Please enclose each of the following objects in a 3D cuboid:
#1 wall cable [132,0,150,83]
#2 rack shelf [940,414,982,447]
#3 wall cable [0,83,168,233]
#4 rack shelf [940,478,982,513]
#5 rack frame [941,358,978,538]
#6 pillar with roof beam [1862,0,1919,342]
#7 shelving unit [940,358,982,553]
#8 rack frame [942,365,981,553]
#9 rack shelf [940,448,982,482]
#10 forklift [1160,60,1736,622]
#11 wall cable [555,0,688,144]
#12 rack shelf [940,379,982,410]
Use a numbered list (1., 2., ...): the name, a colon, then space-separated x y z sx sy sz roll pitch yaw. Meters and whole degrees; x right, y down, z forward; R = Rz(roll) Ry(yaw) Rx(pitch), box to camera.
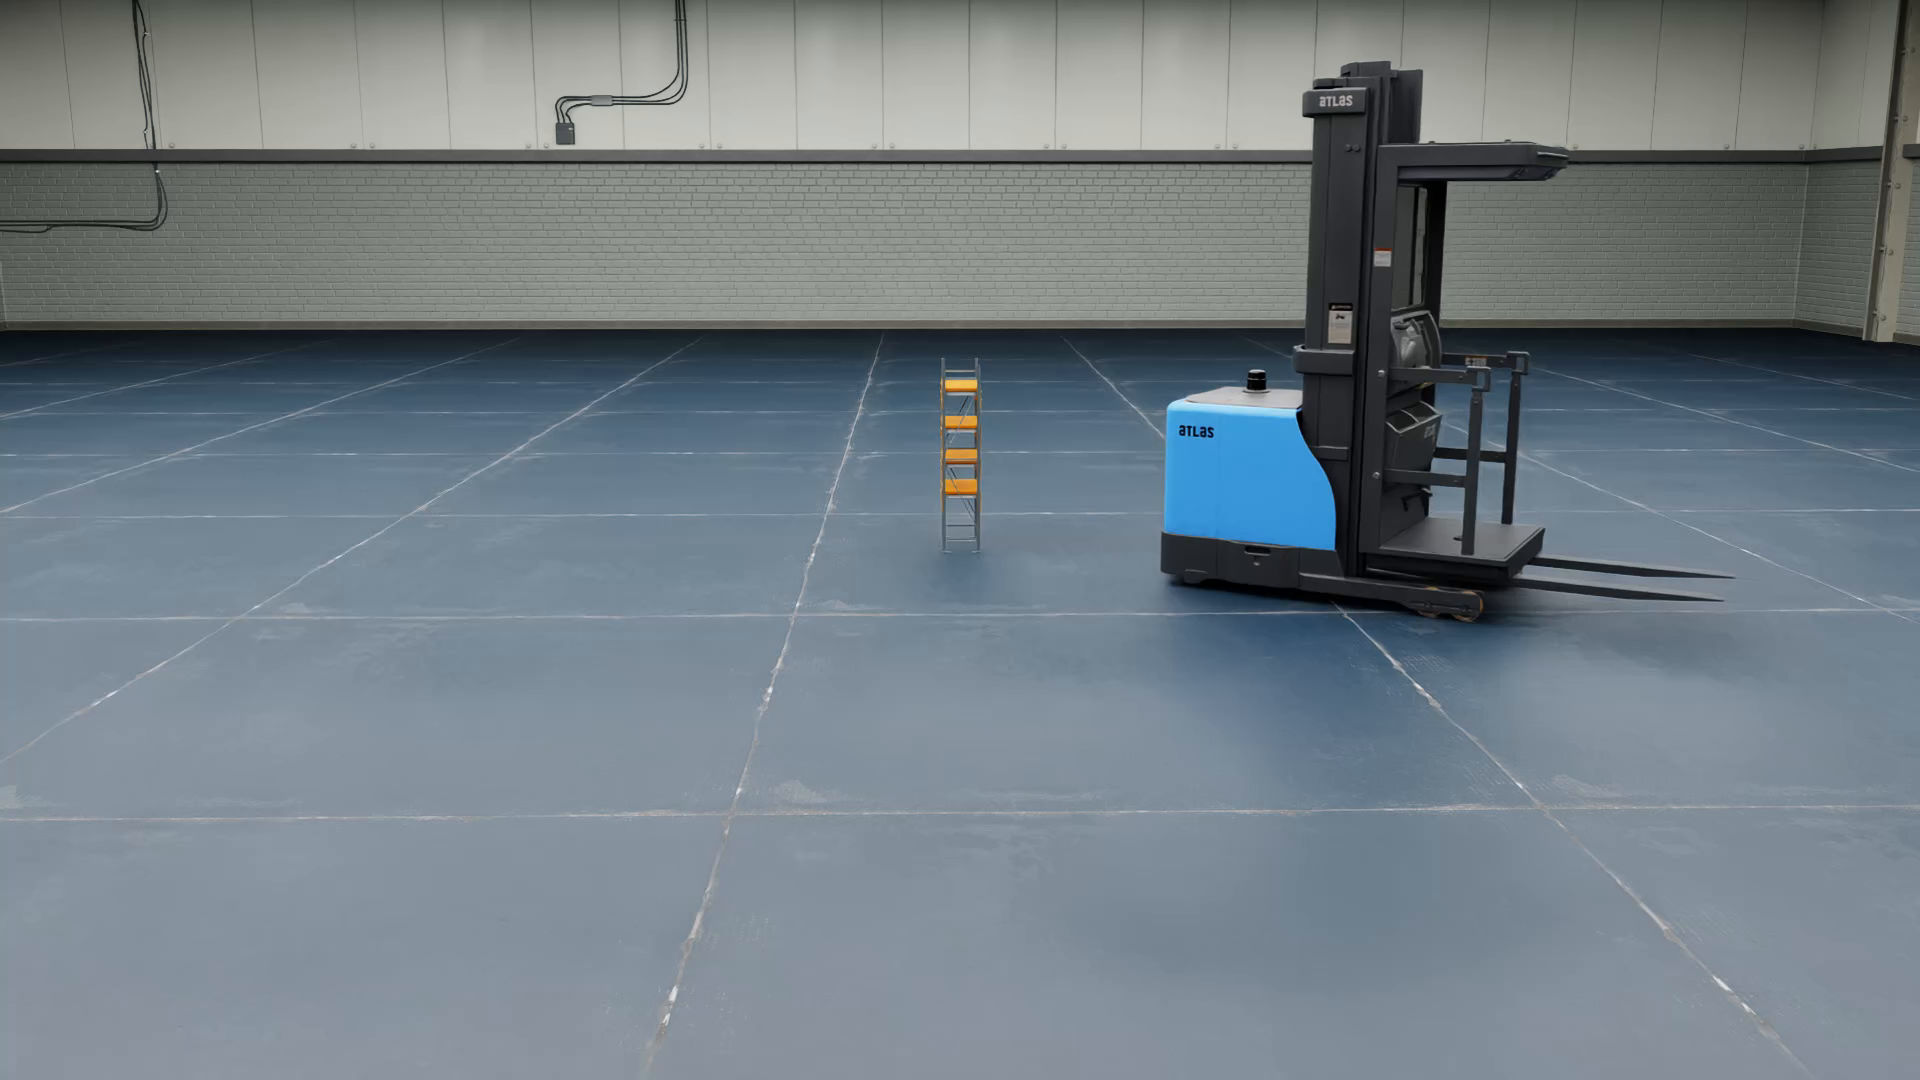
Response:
1. wall cable: -12.619 -9.070 28.243 3.097 2.526 0.112 0 11 -1
2. rack shelf: 0.003 -0.708 10.747 0.258 0.148 0.480 0 11 -1
3. wall cable: -15.323 -6.584 28.690 3.097 2.526 0.112 0 11 -1
4. rack shelf: 0.003 -0.295 10.830 0.258 0.148 0.480 0 11 -1
5. rack frame: -0.002 -0.604 11.017 0.240 1.200 0.015 0 11 -1
6. pillar with roof beam: 10.605 -7.627 26.019 9.100 9.000 0.400 0 11 -1
7. shelving unit: 0.003 -0.555 10.778 0.258 1.200 0.503 0 11 -1
8. rack frame: 0.008 -0.507 10.539 0.240 1.200 0.015 0 11 -1
9. rack shelf: 0.003 -0.489 10.791 0.258 0.148 0.480 0 11 -1
10. forklift: 2.720 -1.118 9.199 3.031 2.935 1.130 6 13 29
11. wall cable: -5.832 -9.808 28.220 2.305 6.003 0.169 0 11 -1
12. rack shelf: 0.003 -0.940 10.699 0.258 0.148 0.480 0 11 -1
